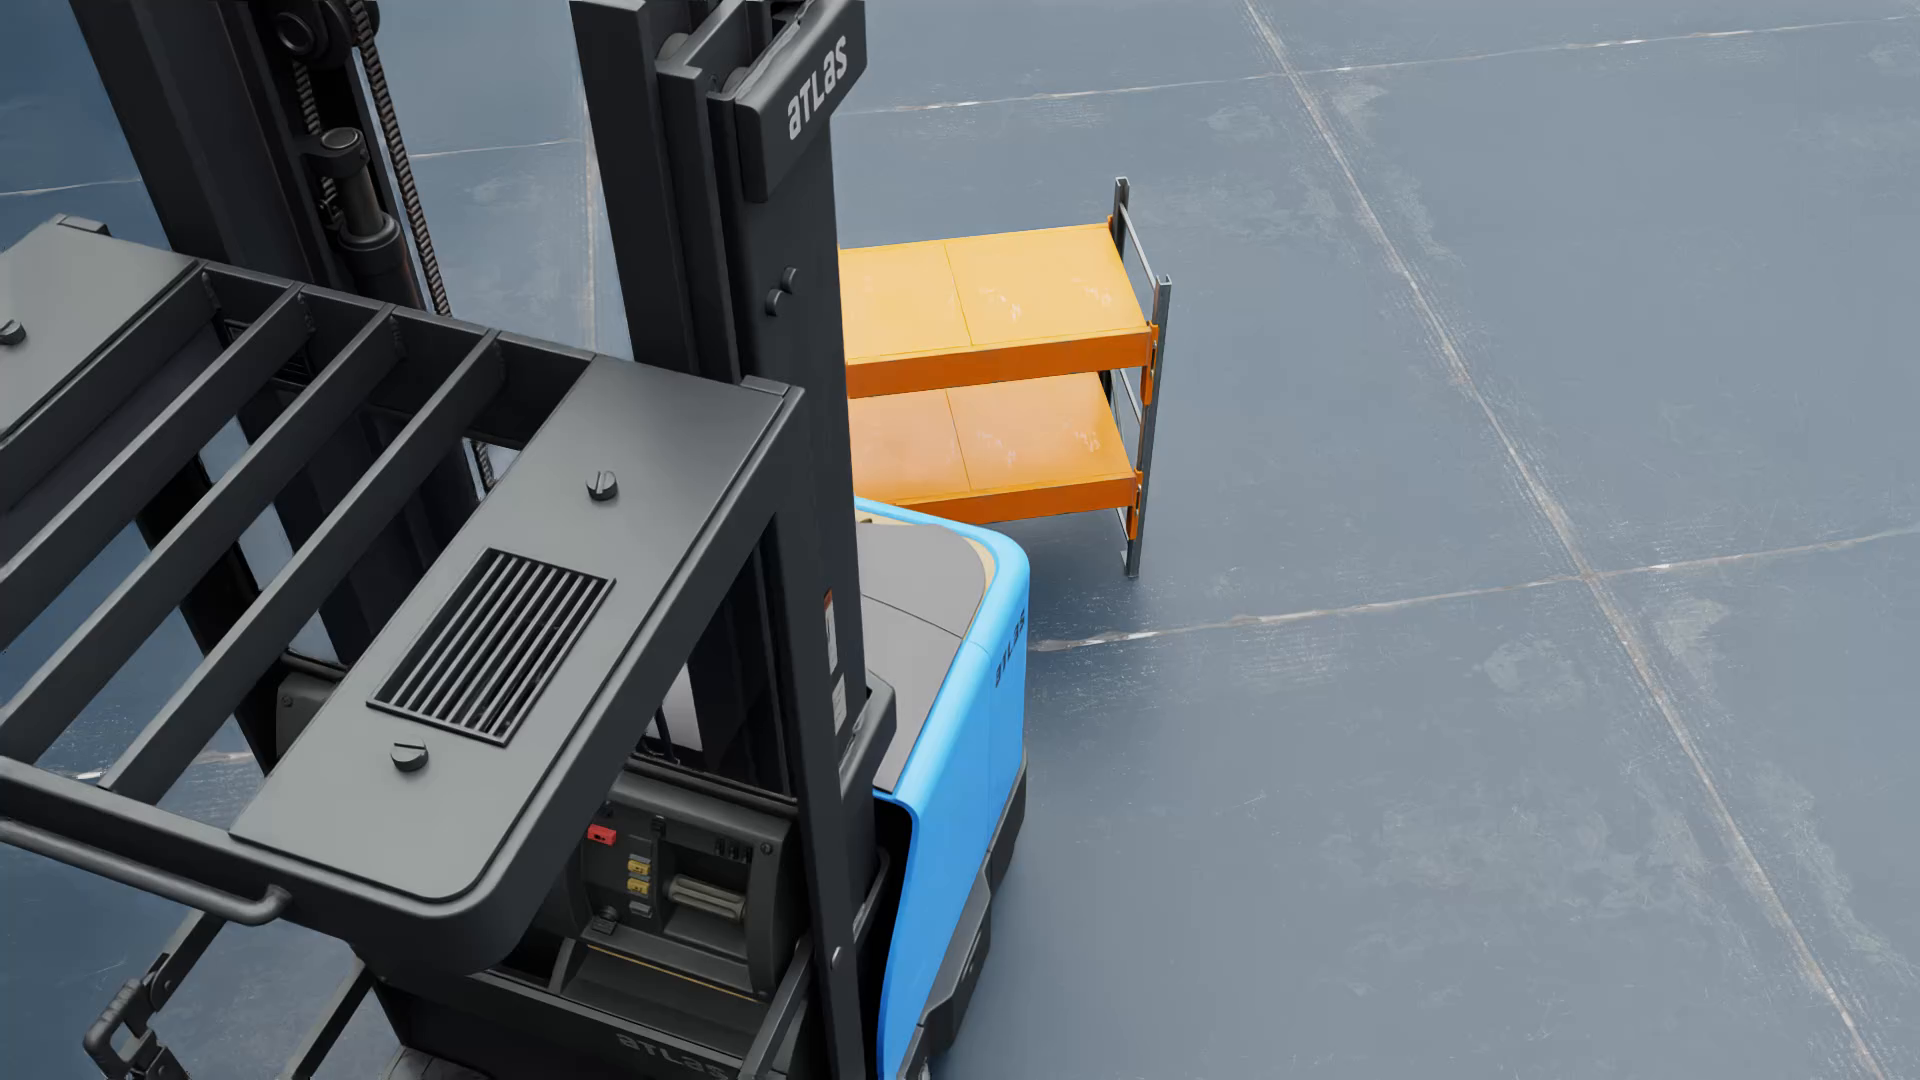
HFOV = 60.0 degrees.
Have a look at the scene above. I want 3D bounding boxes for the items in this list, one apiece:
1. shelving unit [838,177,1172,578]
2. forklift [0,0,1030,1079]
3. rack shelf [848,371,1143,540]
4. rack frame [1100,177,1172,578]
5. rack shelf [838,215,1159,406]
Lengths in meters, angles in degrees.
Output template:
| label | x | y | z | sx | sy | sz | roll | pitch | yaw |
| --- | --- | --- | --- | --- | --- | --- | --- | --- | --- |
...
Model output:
| label | x | y | z | sx | sy | sz | roll | pitch | yaw |
| --- | --- | --- | --- | --- | --- | --- | --- | --- | --- |
| shelving unit | -0.007 | -0.389 | 4.844 | 1.048 | 1.125 | 0.538 | -7 | 46 | -7 |
| forklift | -0.794 | 0.612 | 2.625 | 1.130 | 2.935 | 3.031 | 14 | 48 | 13 |
| rack shelf | -0.007 | -0.220 | 5.020 | 1.000 | 0.278 | 0.538 | -7 | 46 | -7 |
| rack frame | 0.494 | -0.452 | 4.904 | 0.032 | 1.125 | 0.500 | -7 | 46 | -7 |
| rack shelf | -0.007 | -0.593 | 4.633 | 1.000 | 0.278 | 0.538 | -7 | 46 | -7 |
